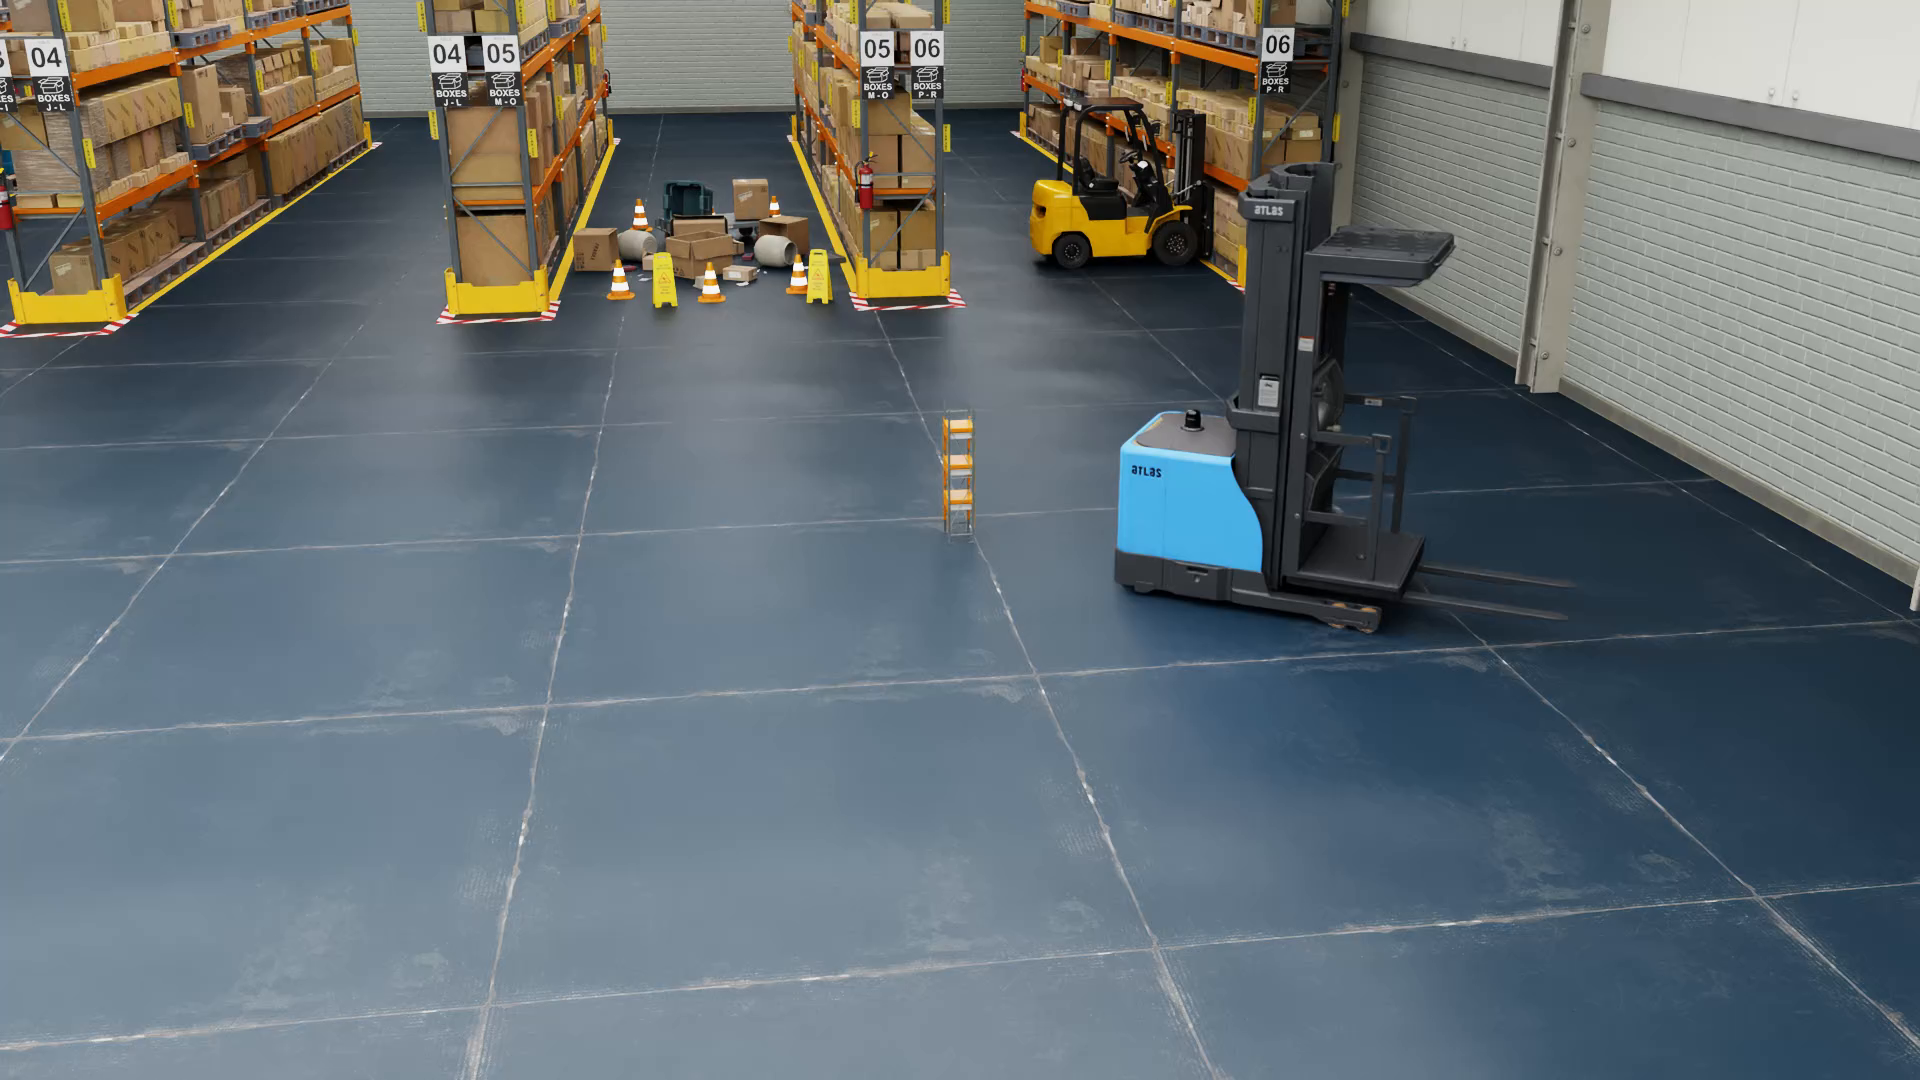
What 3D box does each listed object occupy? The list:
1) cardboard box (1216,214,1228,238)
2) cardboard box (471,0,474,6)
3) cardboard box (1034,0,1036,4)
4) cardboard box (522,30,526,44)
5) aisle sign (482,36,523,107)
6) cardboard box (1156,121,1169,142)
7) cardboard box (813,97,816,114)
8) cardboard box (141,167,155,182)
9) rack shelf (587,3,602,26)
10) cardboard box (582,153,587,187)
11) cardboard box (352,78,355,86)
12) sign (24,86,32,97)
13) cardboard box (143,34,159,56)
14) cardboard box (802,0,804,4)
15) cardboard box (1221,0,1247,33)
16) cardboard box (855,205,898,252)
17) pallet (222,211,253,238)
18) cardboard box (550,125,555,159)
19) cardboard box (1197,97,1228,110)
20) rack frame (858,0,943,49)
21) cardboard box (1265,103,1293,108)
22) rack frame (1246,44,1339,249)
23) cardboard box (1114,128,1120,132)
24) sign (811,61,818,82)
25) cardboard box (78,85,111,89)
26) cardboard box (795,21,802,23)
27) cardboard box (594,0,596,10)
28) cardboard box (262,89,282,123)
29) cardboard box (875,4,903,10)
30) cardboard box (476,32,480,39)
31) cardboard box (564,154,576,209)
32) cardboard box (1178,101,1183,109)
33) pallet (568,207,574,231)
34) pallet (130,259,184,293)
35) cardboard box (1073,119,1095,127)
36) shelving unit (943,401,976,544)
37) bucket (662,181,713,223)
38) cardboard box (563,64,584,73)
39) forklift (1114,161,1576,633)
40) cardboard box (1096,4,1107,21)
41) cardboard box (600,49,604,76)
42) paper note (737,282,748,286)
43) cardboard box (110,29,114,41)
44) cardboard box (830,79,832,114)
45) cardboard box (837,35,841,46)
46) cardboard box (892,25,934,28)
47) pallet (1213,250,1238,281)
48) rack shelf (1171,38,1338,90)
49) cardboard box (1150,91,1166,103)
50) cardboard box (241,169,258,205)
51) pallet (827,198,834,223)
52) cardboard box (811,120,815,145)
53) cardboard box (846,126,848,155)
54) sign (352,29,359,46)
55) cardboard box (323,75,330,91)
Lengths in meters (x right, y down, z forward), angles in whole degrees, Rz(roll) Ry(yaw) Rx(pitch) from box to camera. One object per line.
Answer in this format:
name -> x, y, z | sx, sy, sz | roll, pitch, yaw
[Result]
cardboard box -> 3.762, -4.216, 22.331 | 0.500, 0.250, 0.500 | -3, 21, -8
cardboard box -> -6.122, -6.565, 20.195 | 0.380, 0.149, 0.250 | -3, 21, -8
cardboard box -> 1.730, -11.180, 34.435 | 0.380, 0.149, 0.250 | -2, 21, -7
cardboard box -> -5.362, -5.964, 19.725 | 0.380, 0.149, 0.250 | -3, 21, -7
aisle sign -> -5.285, -5.418, 19.219 | 0.394, 0.787, 0.004 | -3, 21, -8
cardboard box -> 3.295, -6.222, 25.301 | 0.500, 0.250, 0.500 | -2, 21, -7
cardboard box -> -2.281, -7.532, 28.809 | 0.500, 0.250, 0.500 | -3, 21, -7
cardboard box -> -10.568, -4.682, 21.323 | 0.380, 0.149, 0.250 | -3, 21, -8
rack shelf -> -7.610, -10.125, 32.279 | 1.077, 0.370, 4.000 | -3, 21, -8
cardboard box -> -6.595, -6.263, 28.170 | 0.500, 0.500, 0.500 | -4, 21, -10
cardboard box -> -12.405, -9.220, 33.473 | 0.380, 0.149, 0.250 | -3, 21, -7
sign -> -16.601, -8.056, 29.603 | 0.100, 0.325, 0.005 | -3, 21, -8
cardboard box -> -10.702, -6.388, 21.460 | 0.500, 0.250, 0.500 | -2, 21, -6
cardboard box -> -2.598, -9.978, 30.114 | 0.500, 0.500, 0.500 | -3, 21, -9
cardboard box -> 3.849, -6.942, 21.842 | 0.700, 0.500, 0.500 | -3, 21, -7
cardboard box -> -1.082, -4.018, 21.445 | 0.500, 0.500, 0.500 | -3, 21, -7
pallet -> -11.384, -4.766, 25.174 | 1.003, 0.211, 1.213 | -3, 21, -8
cardboard box -> -6.104, -5.537, 23.041 | 0.875, 0.550, 0.550 | -3, 21, -8
cardboard box -> 3.551, -6.139, 23.370 | 0.380, 0.149, 0.250 | -3, 21, -9
rack frame -> -0.708, -7.304, 19.412 | 1.000, 3.000, 0.127 | -3, 21, -8
cardboard box -> 4.285, -5.818, 22.511 | 0.380, 0.149, 0.250 | -3, 21, -9
rack frame -> 4.203, -4.746, 21.135 | 1.000, 3.000, 0.127 | -3, 21, -8
cardboard box -> 3.044, -7.487, 30.519 | 0.380, 0.149, 0.250 | -3, 21, -7
sign -> -2.410, -7.777, 27.597 | 0.100, 0.325, 0.005 | -3, 21, -8
cardboard box -> -11.133, -5.519, 21.209 | 0.500, 0.500, 0.500 | -3, 21, -8
cardboard box -> -3.238, -10.716, 34.621 | 0.380, 0.149, 0.250 | -2, 21, -7
cardboard box -> -7.336, -10.408, 32.223 | 0.500, 0.250, 0.500 | -2, 21, -5
cardboard box -> -11.546, -7.171, 27.487 | 0.500, 0.500, 0.500 | -3, 21, -9
cardboard box -> -0.961, -7.261, 22.801 | 0.380, 0.149, 0.250 | -2, 21, -6
cardboard box -> -6.158, -6.278, 20.568 | 0.380, 0.149, 0.250 | -3, 21, -7
cardboard box -> -6.617, -5.604, 26.049 | 1.050, 0.750, 0.750 | -3, 21, -7
cardboard box -> 3.412, -6.358, 24.381 | 0.380, 0.149, 0.250 | -3, 21, -9
pallet -> -6.534, -4.975, 25.734 | 1.003, 0.211, 1.213 | -3, 21, -8
pallet -> -10.781, -3.419, 21.568 | 1.003, 0.211, 1.213 | -3, 21, -8
cardboard box -> 2.378, -8.001, 31.895 | 0.380, 0.149, 0.250 | -3, 21, -9
shelving unit -> -0.008, -0.510, 12.582 | 0.215, 1.050, 0.252 | -3, 21, -8
bucket -> -3.868, -4.842, 23.900 | 0.726, 0.611, 0.620 | 4, 11, 11
cardboard box -> -7.071, -8.593, 30.344 | 0.380, 0.149, 0.250 | -2, 21, -5
forklift -> 2.654, -0.967, 11.115 | 3.031, 2.935, 1.130 | 9, 22, 22
cardboard box -> 2.662, -9.190, 28.962 | 0.500, 0.250, 0.500 | -3, 21, -8
cardboard box -> -7.579, -9.793, 34.080 | 0.500, 0.500, 0.500 | -2, 21, -7
paper note -> -2.814, -3.330, 21.589 | 0.148, 0.019, 0.142 | -11, 23, -26
cardboard box -> -10.562, -6.159, 20.277 | 0.380, 0.149, 0.250 | -3, 21, -8
cardboard box -> -1.720, -6.761, 25.363 | 0.500, 0.500, 0.500 | -2, 21, -6
cardboard box -> -1.503, -6.953, 23.116 | 0.380, 0.149, 0.250 | -3, 21, -8
cardboard box -> -0.580, -6.331, 20.881 | 0.500, 0.250, 0.500 | -3, 21, -9
pallet -> 4.051, -3.702, 22.326 | 1.003, 0.211, 1.213 | -3, 21, -8
rack shelf -> 3.915, -6.506, 22.590 | 1.077, 0.370, 4.000 | -3, 21, -8
cardboard box -> 3.150, -6.849, 25.696 | 0.380, 0.149, 0.250 | -4, 21, -9
cardboard box -> -11.552, -5.568, 26.281 | 0.700, 0.500, 0.500 | -4, 21, -11
pallet -> -1.578, -5.266, 26.512 | 1.003, 0.211, 1.213 | -3, 21, -8
cardboard box -> -2.552, -8.178, 33.387 | 0.875, 0.438, 0.875 | -4, 21, -9
cardboard box -> -1.250, -5.378, 22.259 | 0.500, 0.500, 0.500 | -3, 21, -7
sign -> -12.282, -10.210, 33.772 | 0.100, 0.325, 0.005 | -3, 21, -8
cardboard box -> -12.120, -8.566, 31.154 | 0.500, 0.250, 0.500 | -3, 21, -8
